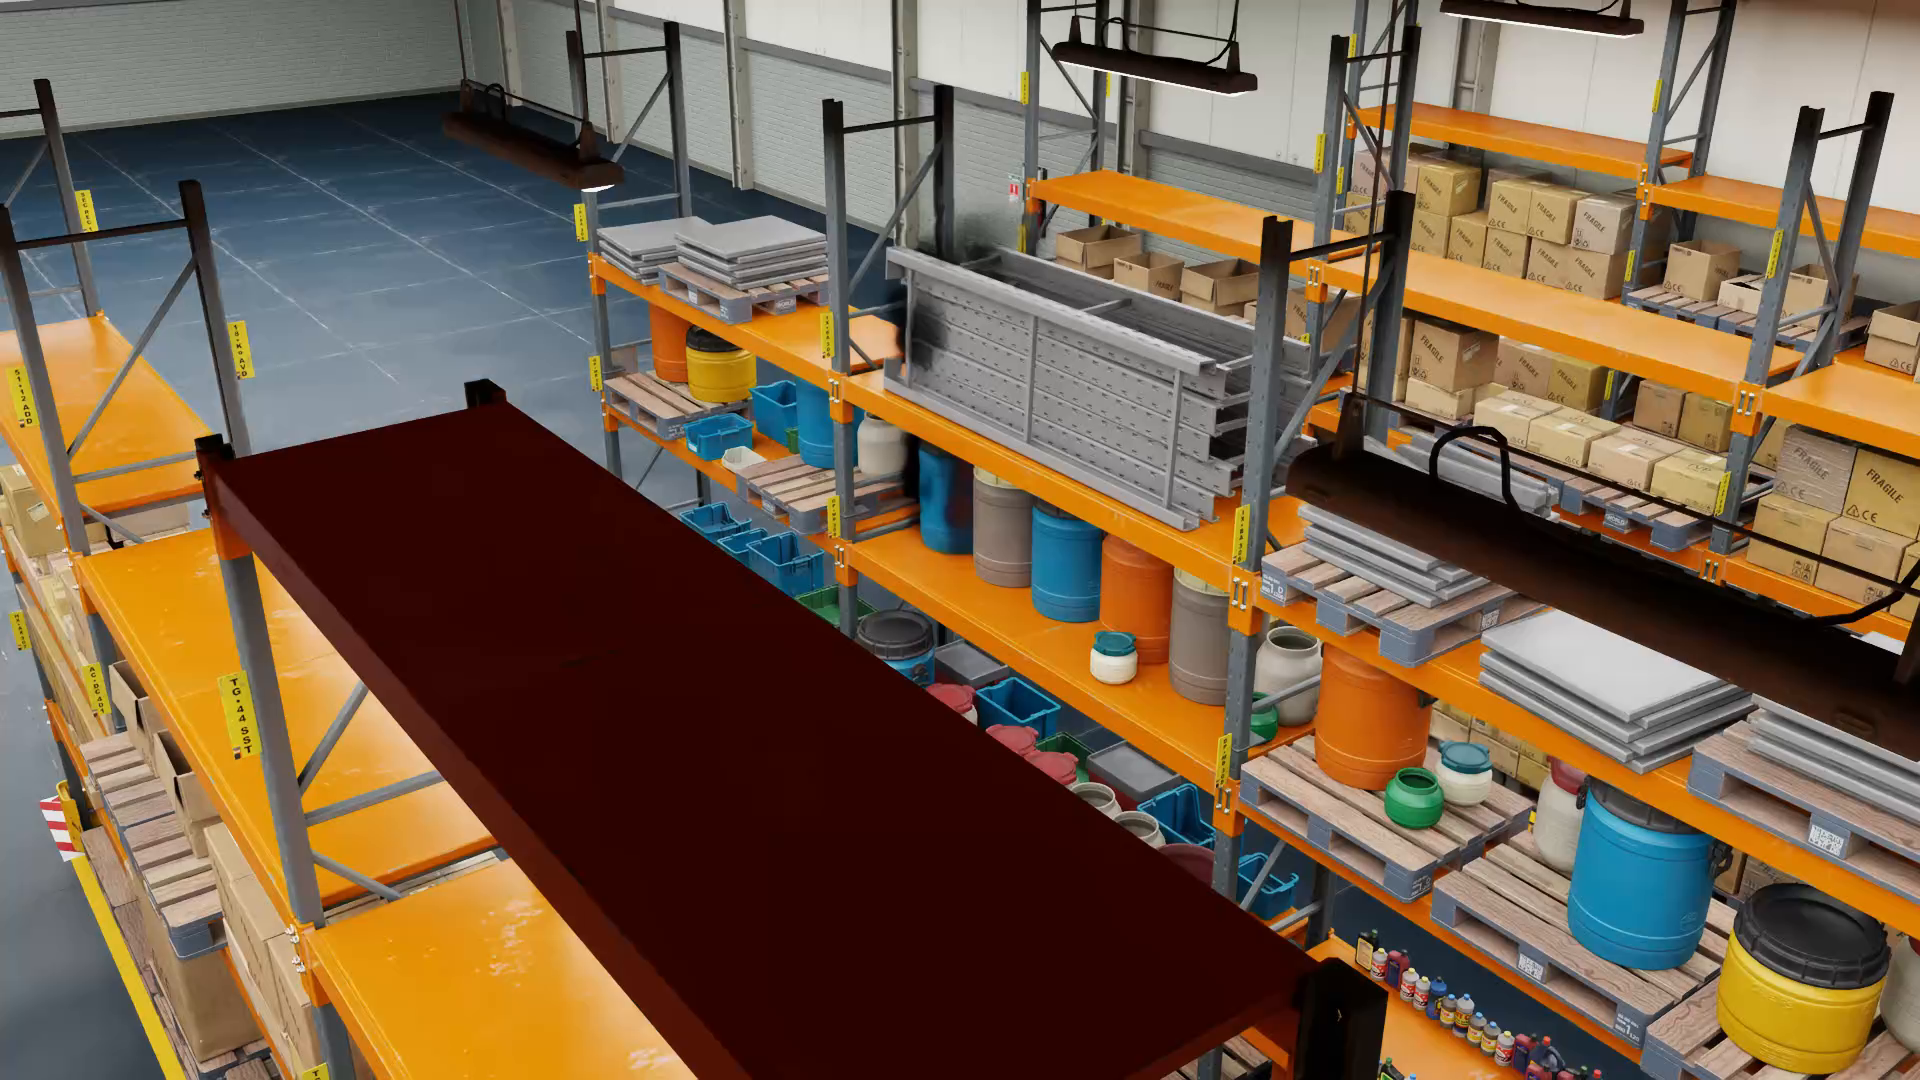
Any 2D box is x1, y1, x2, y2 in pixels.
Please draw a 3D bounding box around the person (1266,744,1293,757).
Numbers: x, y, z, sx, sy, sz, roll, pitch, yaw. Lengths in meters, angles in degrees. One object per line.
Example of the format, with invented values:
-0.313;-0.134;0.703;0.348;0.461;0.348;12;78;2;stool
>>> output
2.592;1.508;12.971;0.612;1.745;0.707;22;33;39;person
